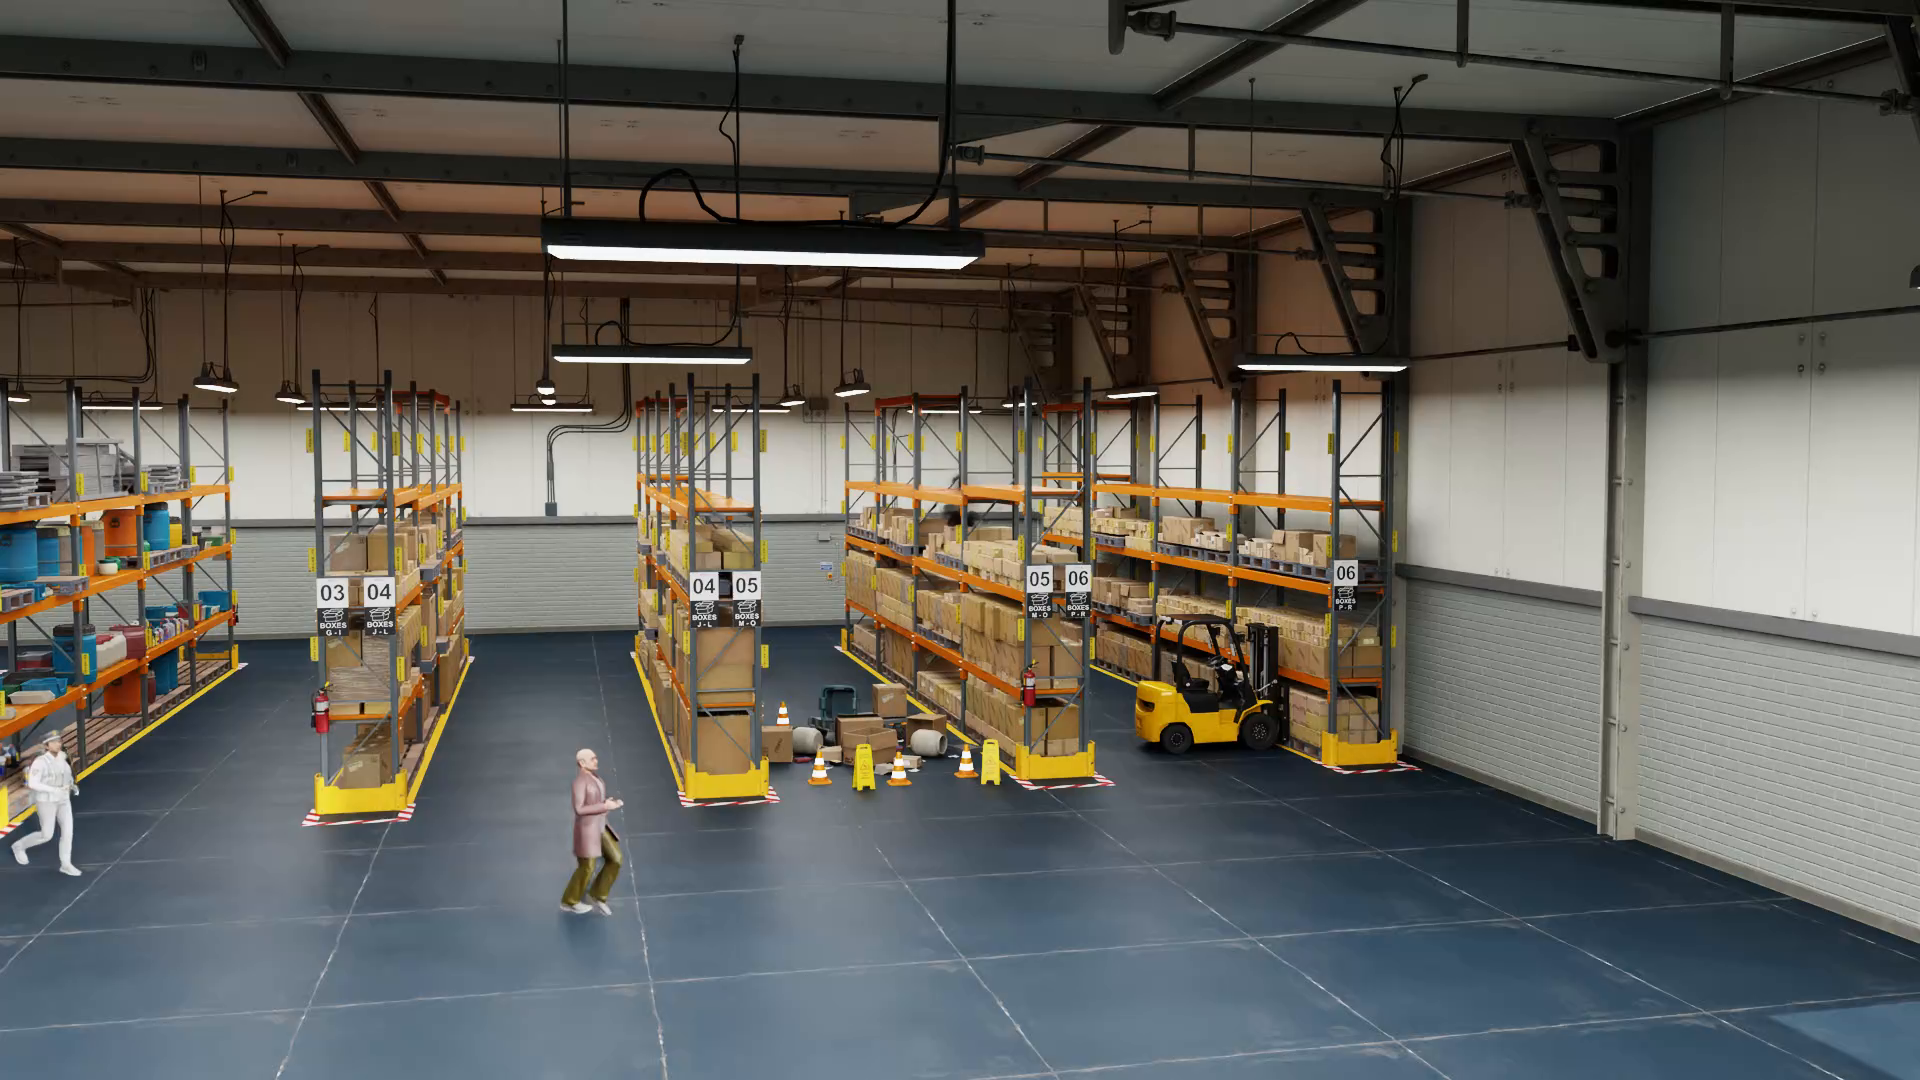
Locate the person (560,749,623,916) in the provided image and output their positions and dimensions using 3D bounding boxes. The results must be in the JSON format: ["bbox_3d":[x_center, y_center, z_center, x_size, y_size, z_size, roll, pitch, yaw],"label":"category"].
[{"bbox_3d":[-3.870,3.110,17.561,0.757,1.822,0.685,1,3,14],"label":"person"}]

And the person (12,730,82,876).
[{"bbox_3d":[-10.602,3.051,19.429,0.850,1.696,0.466,1,3,19],"label":"person"}]
